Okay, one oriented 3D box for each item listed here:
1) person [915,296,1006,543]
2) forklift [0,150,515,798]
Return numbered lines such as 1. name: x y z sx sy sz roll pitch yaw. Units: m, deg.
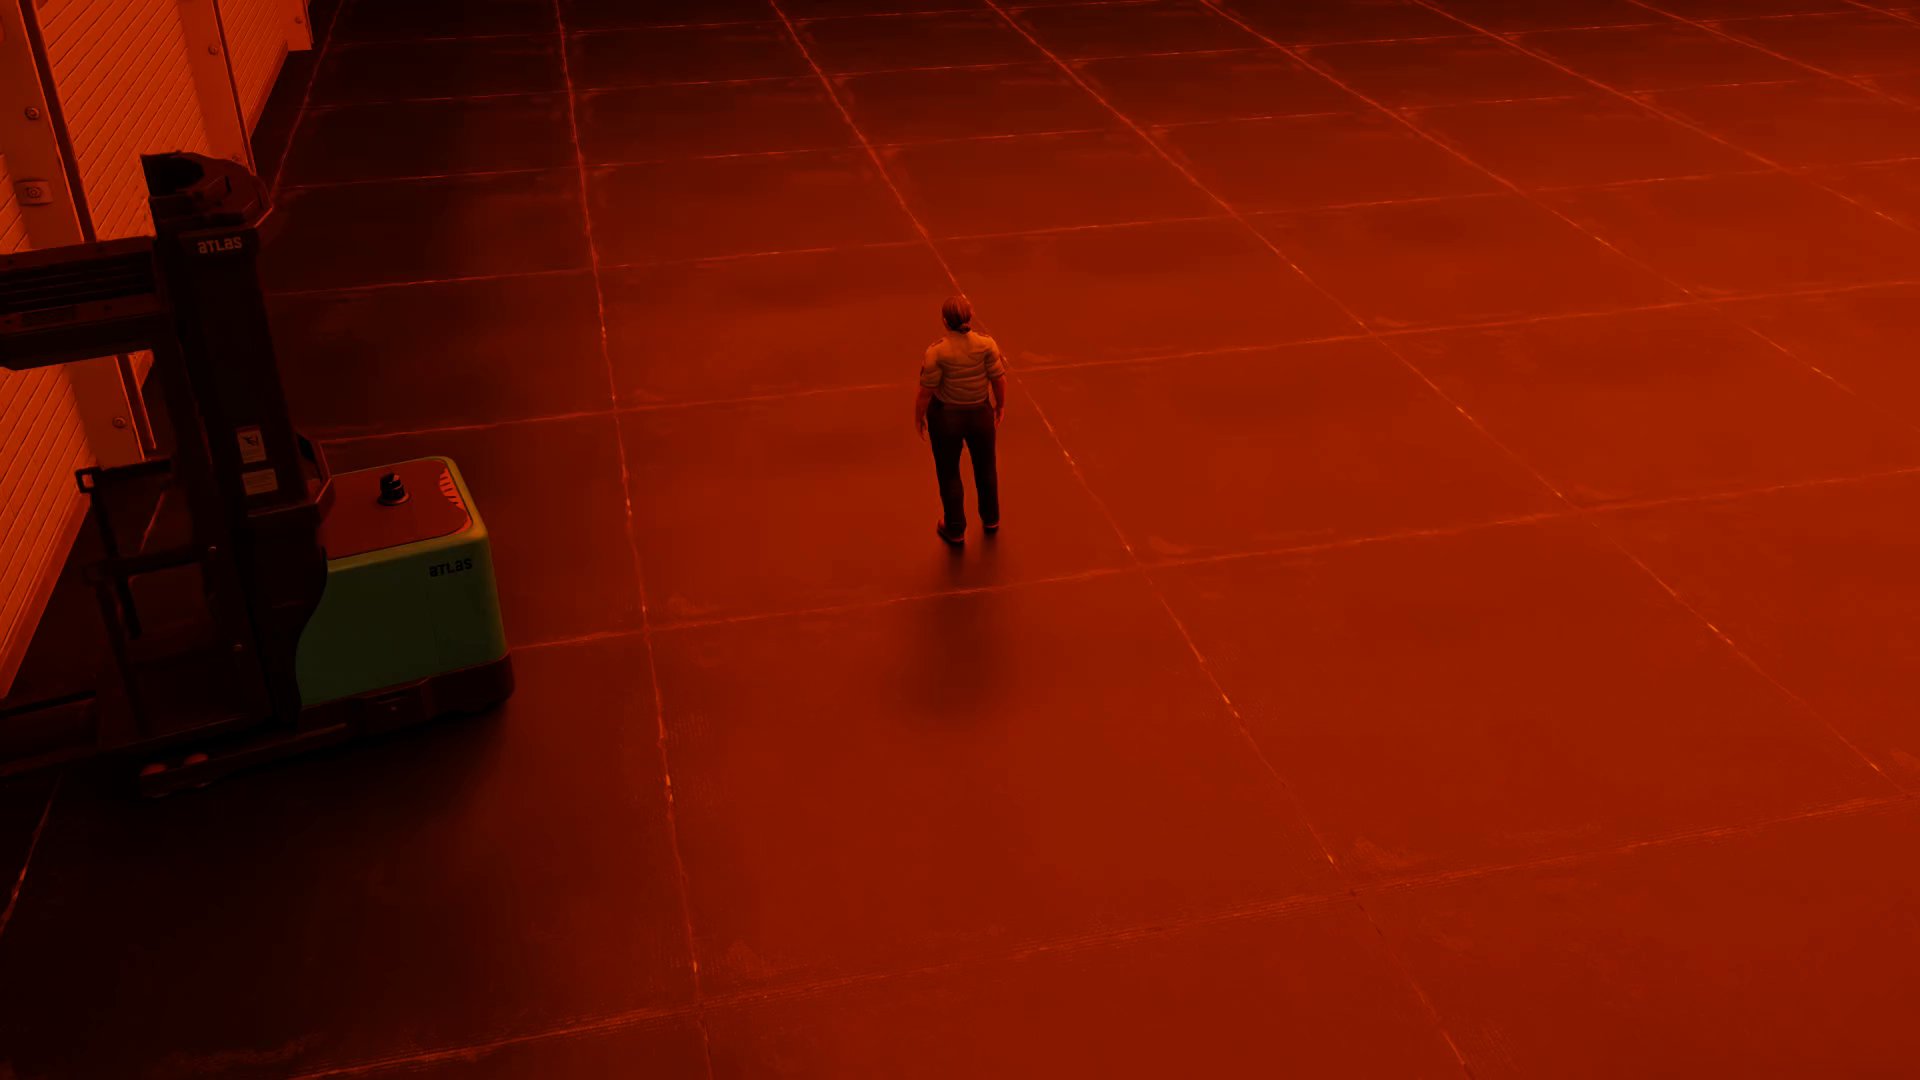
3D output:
1. person: 0.001 -0.766 10.163 0.598 1.651 0.503 -7 31 -12
2. forklift: -3.958 -0.287 8.070 3.031 2.935 1.130 -14 33 -22
